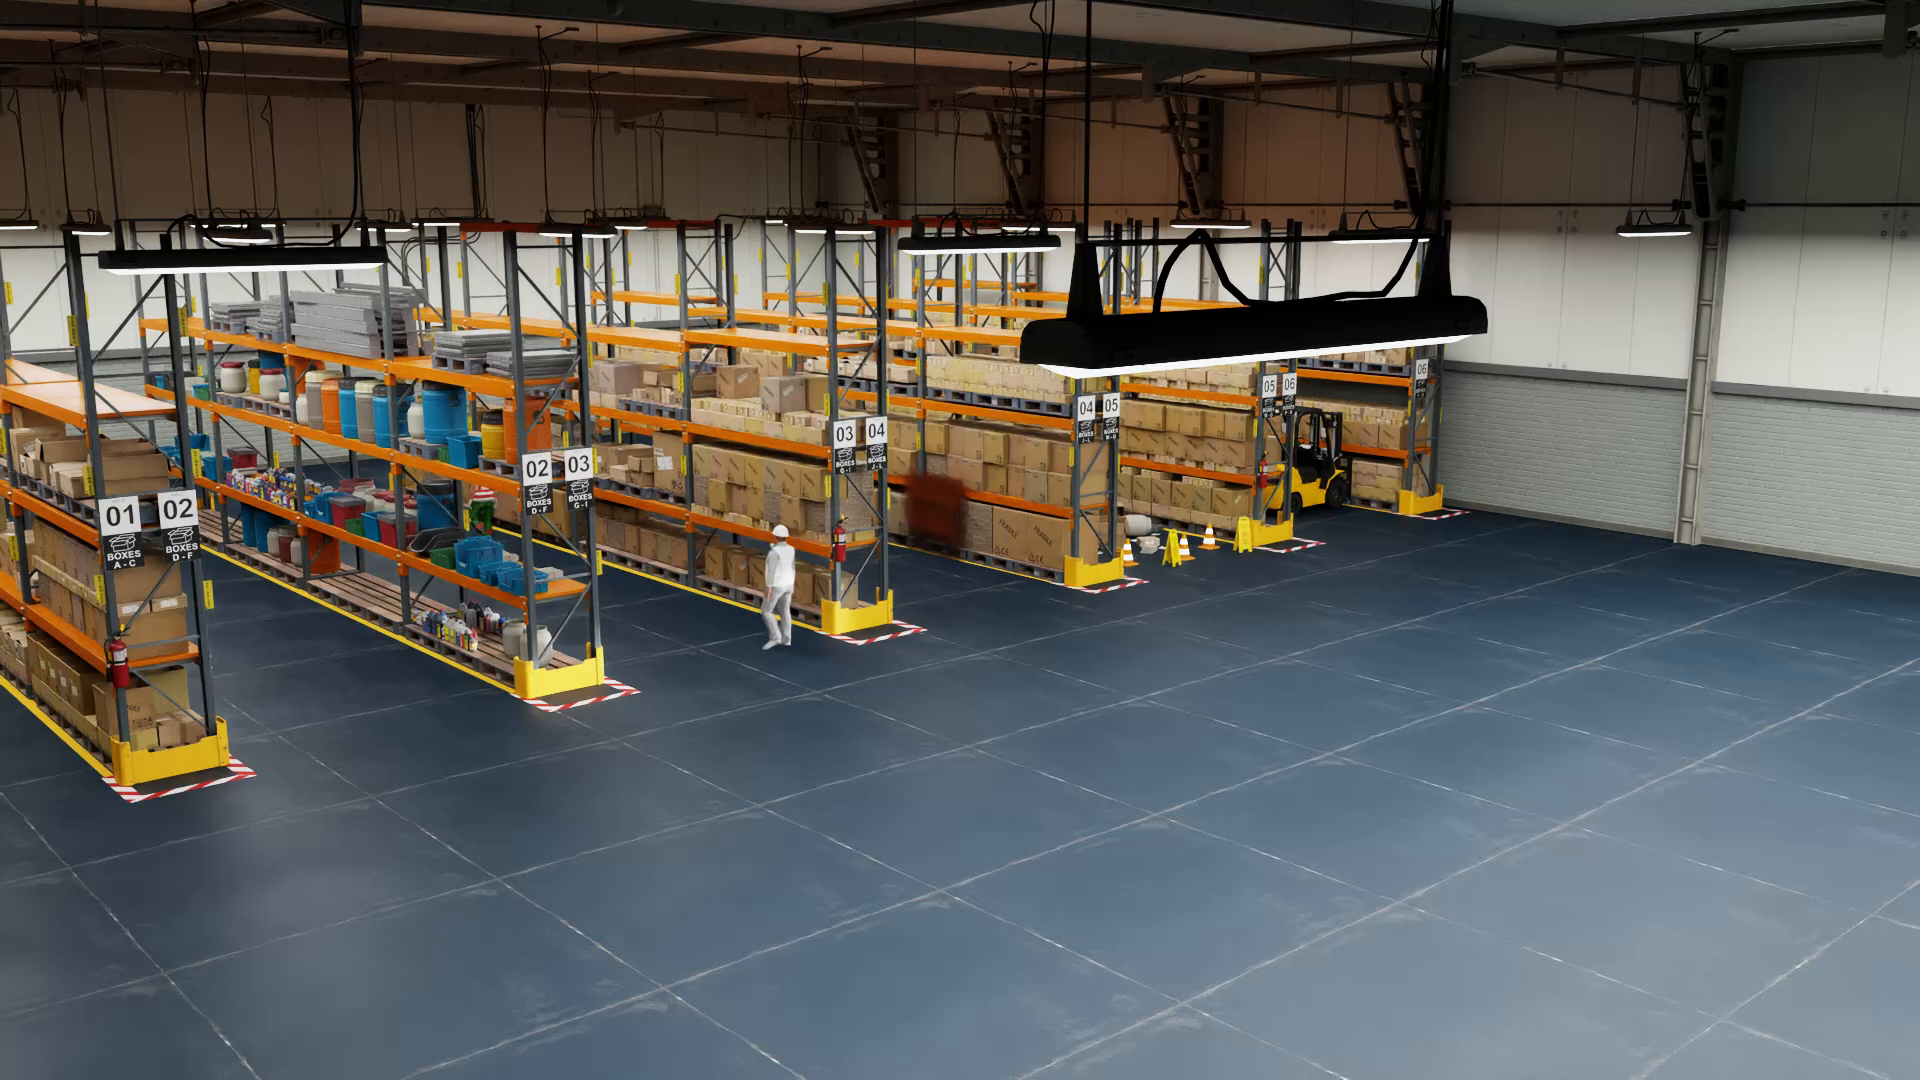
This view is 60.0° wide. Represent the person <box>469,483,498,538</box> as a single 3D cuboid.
[{"bbox_3d":[-8.819,-0.716,30.853,0.582,1.783,0.517,-10,15,-39],"label":"person"}]

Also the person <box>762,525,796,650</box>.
[{"bbox_3d":[-2.650,0.672,24.109,0.366,1.791,0.665,8,14,35],"label":"person"}]
